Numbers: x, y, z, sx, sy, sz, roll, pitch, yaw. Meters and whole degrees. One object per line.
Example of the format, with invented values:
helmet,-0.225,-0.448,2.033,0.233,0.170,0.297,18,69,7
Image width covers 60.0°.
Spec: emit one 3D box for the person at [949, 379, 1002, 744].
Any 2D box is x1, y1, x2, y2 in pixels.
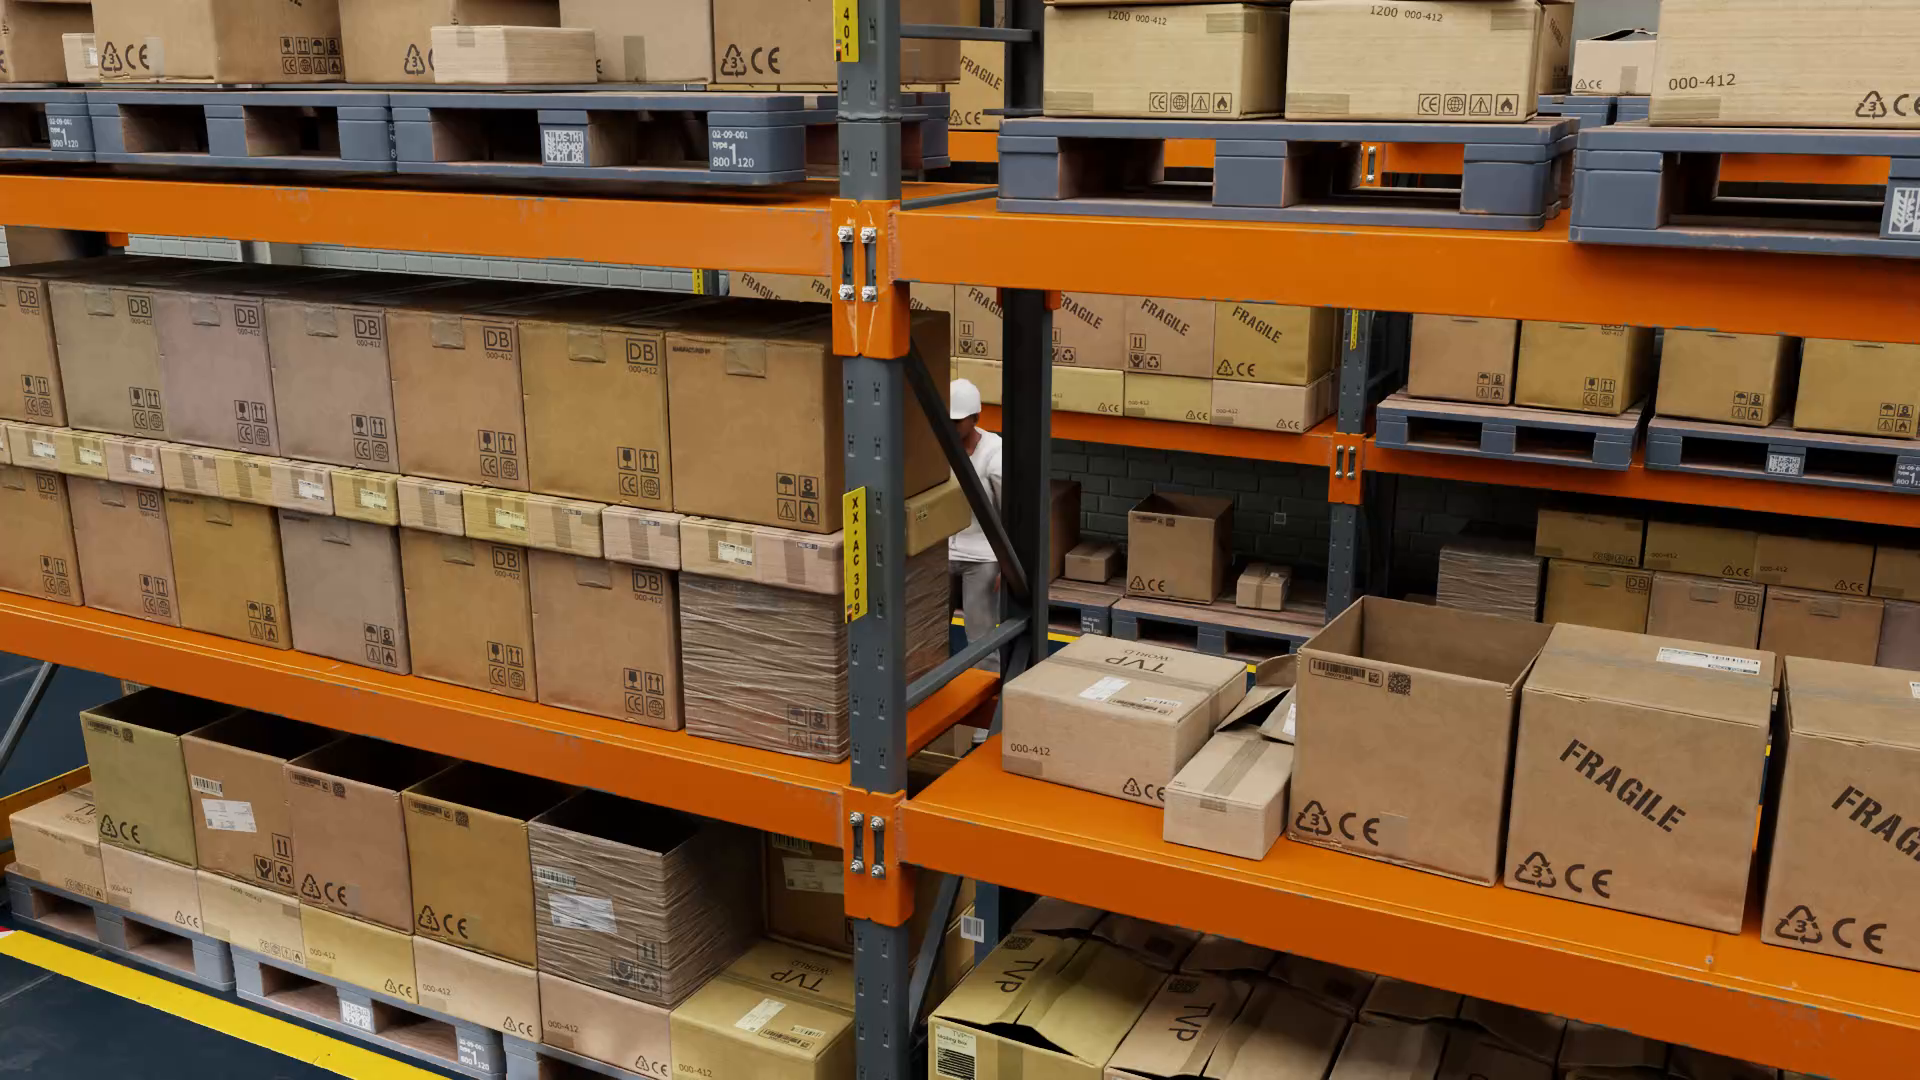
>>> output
person,0.003,0.093,7.926,0.627,1.760,0.460,8,17,26
